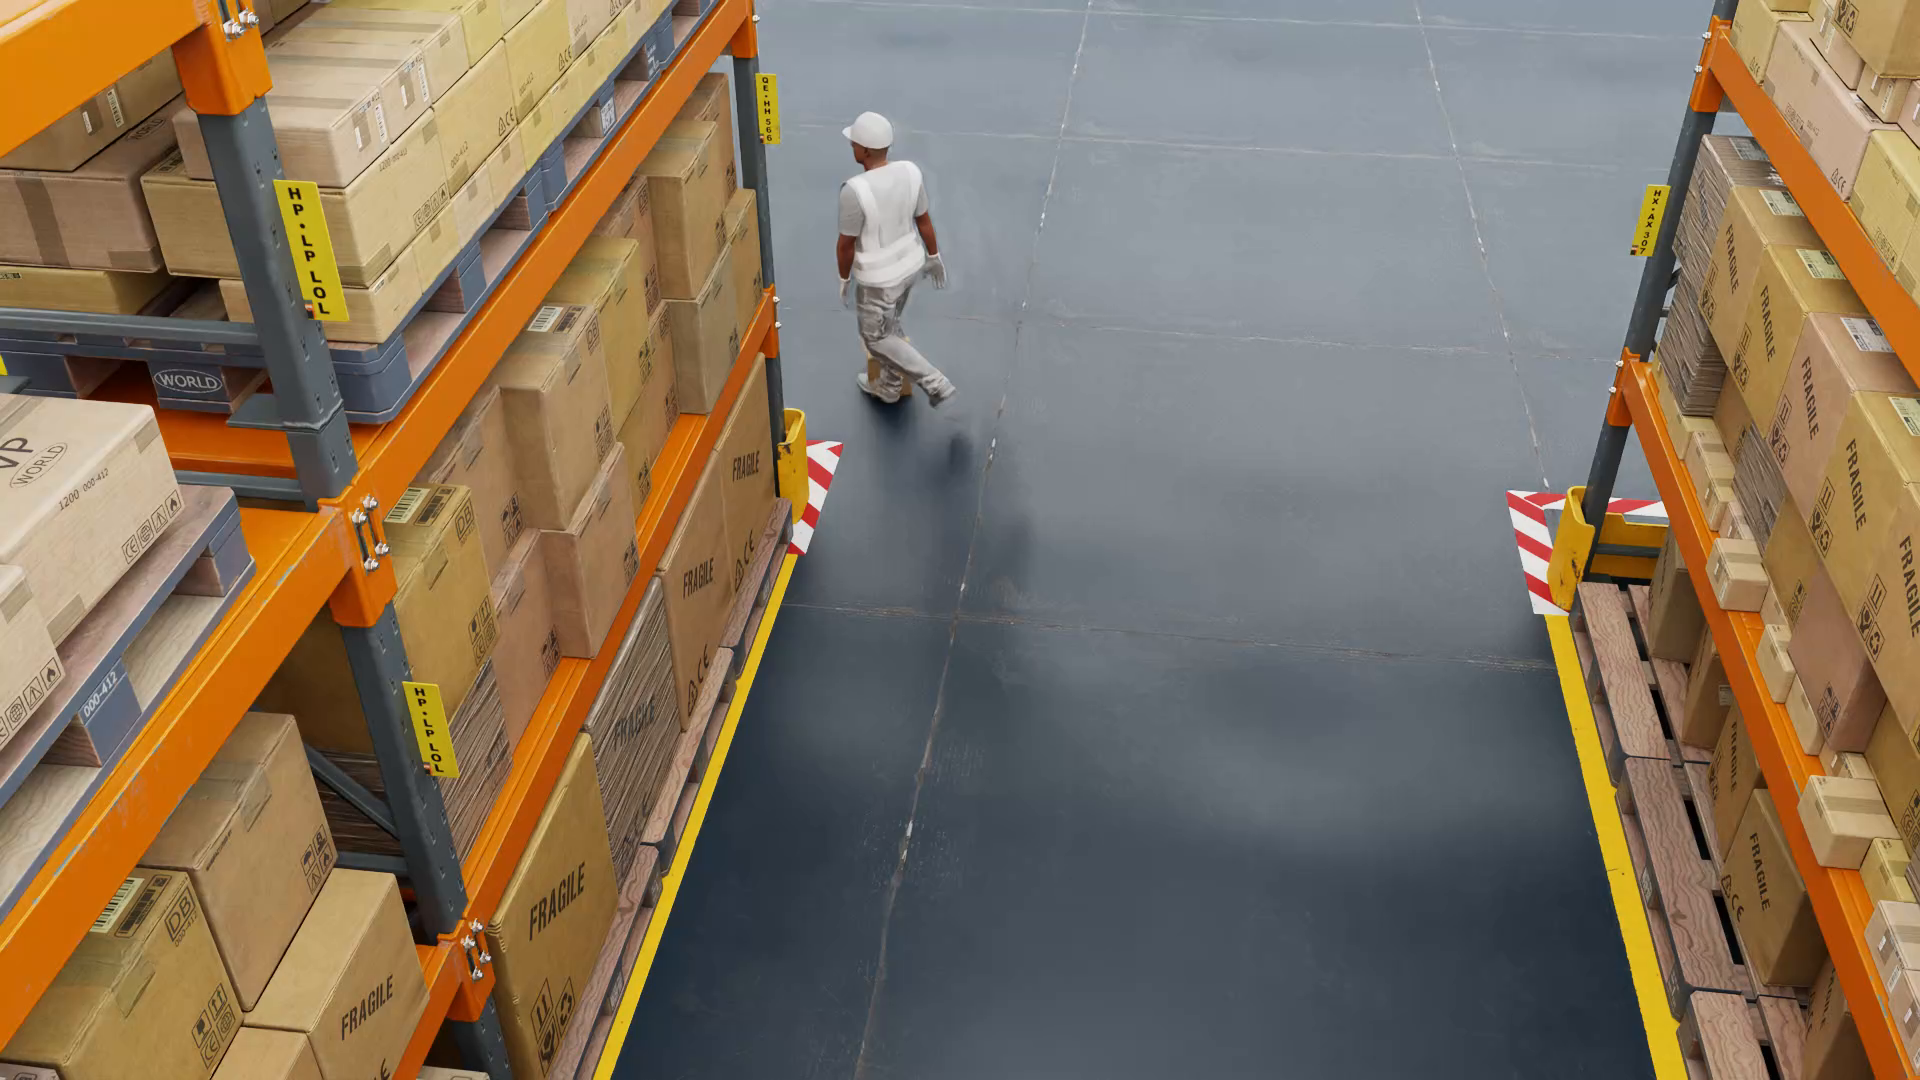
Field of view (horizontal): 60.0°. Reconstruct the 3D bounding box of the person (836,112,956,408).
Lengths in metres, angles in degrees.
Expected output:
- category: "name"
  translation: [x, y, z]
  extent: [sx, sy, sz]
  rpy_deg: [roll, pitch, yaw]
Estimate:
- category: "person"
  translation: [-0.346, -1.441, 9.026]
  extent: [0.795, 1.765, 0.631]
  rpy_deg: [28, 44, 33]
